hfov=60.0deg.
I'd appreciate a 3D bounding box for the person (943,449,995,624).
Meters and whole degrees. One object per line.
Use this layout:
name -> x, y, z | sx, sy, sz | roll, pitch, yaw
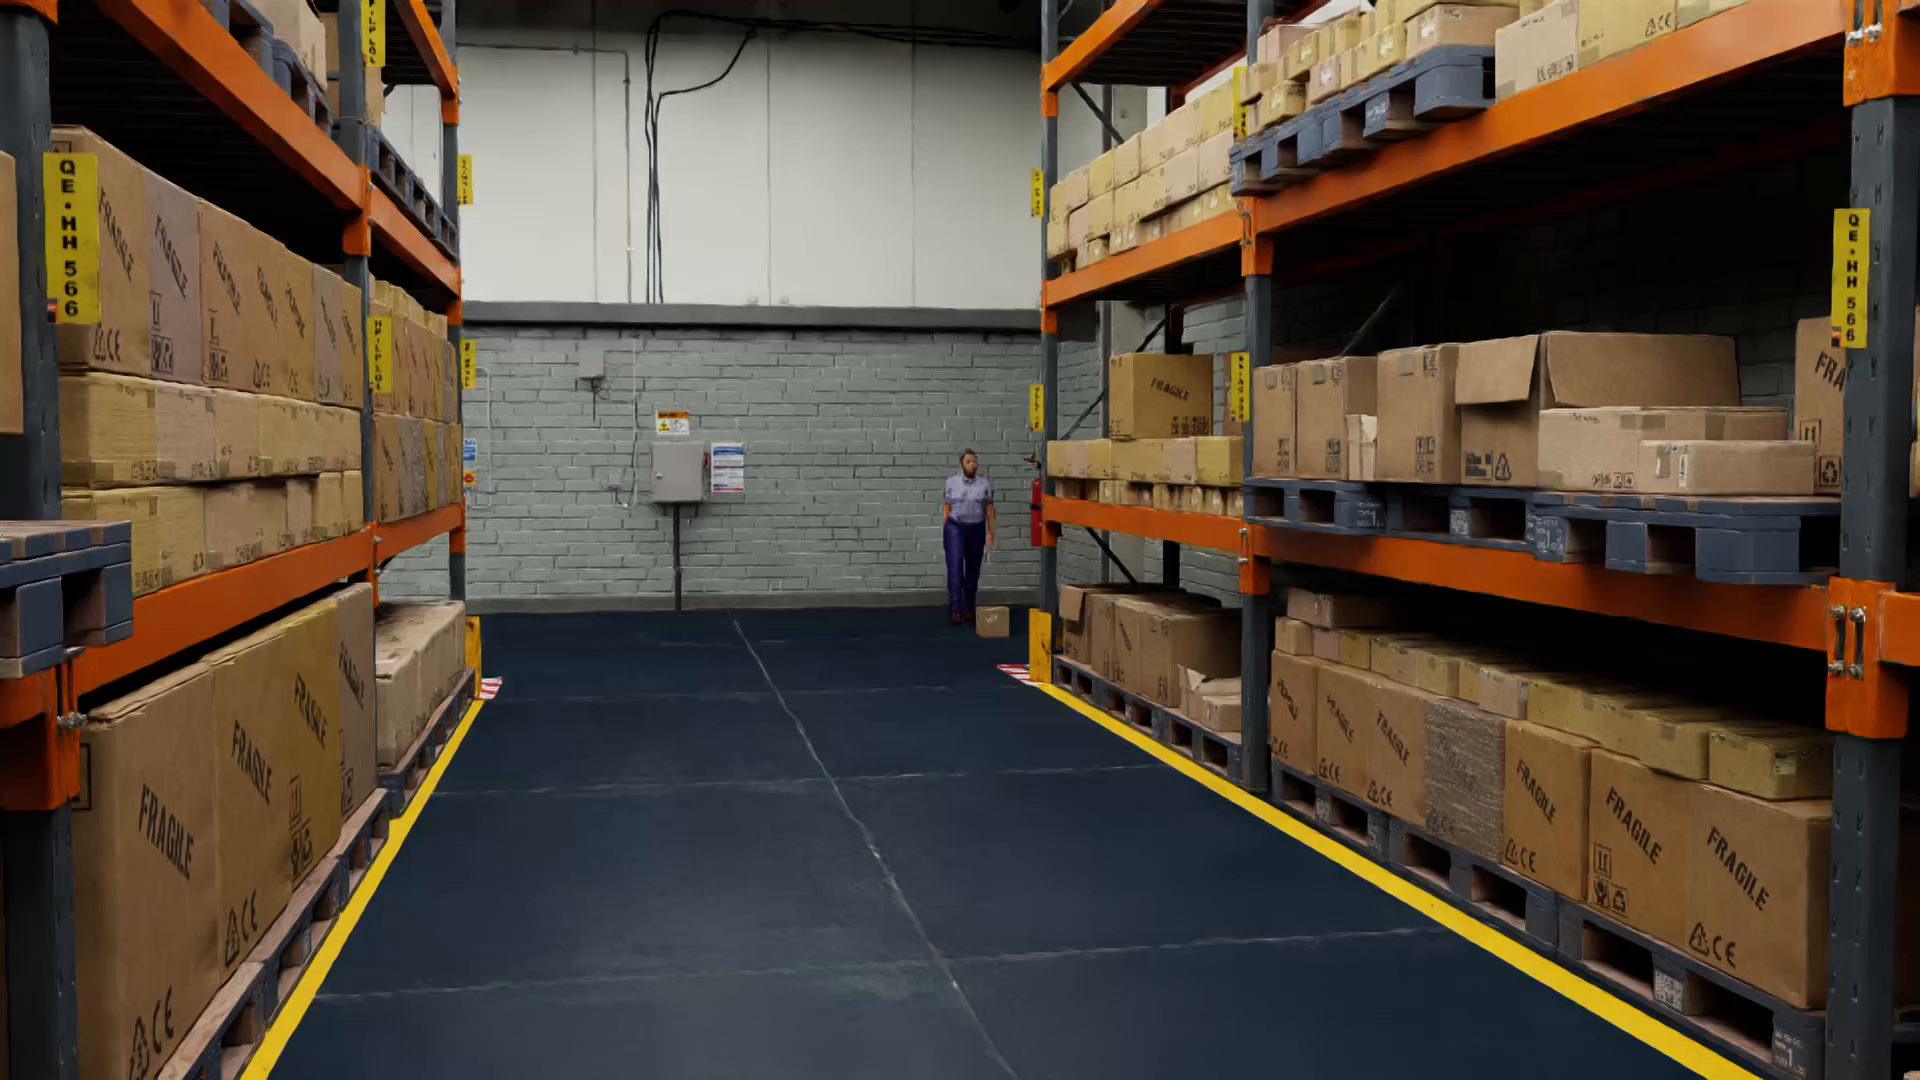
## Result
person -> 0.091, -0.044, 15.653 | 0.506, 1.626, 0.750 | -1, 3, -14
